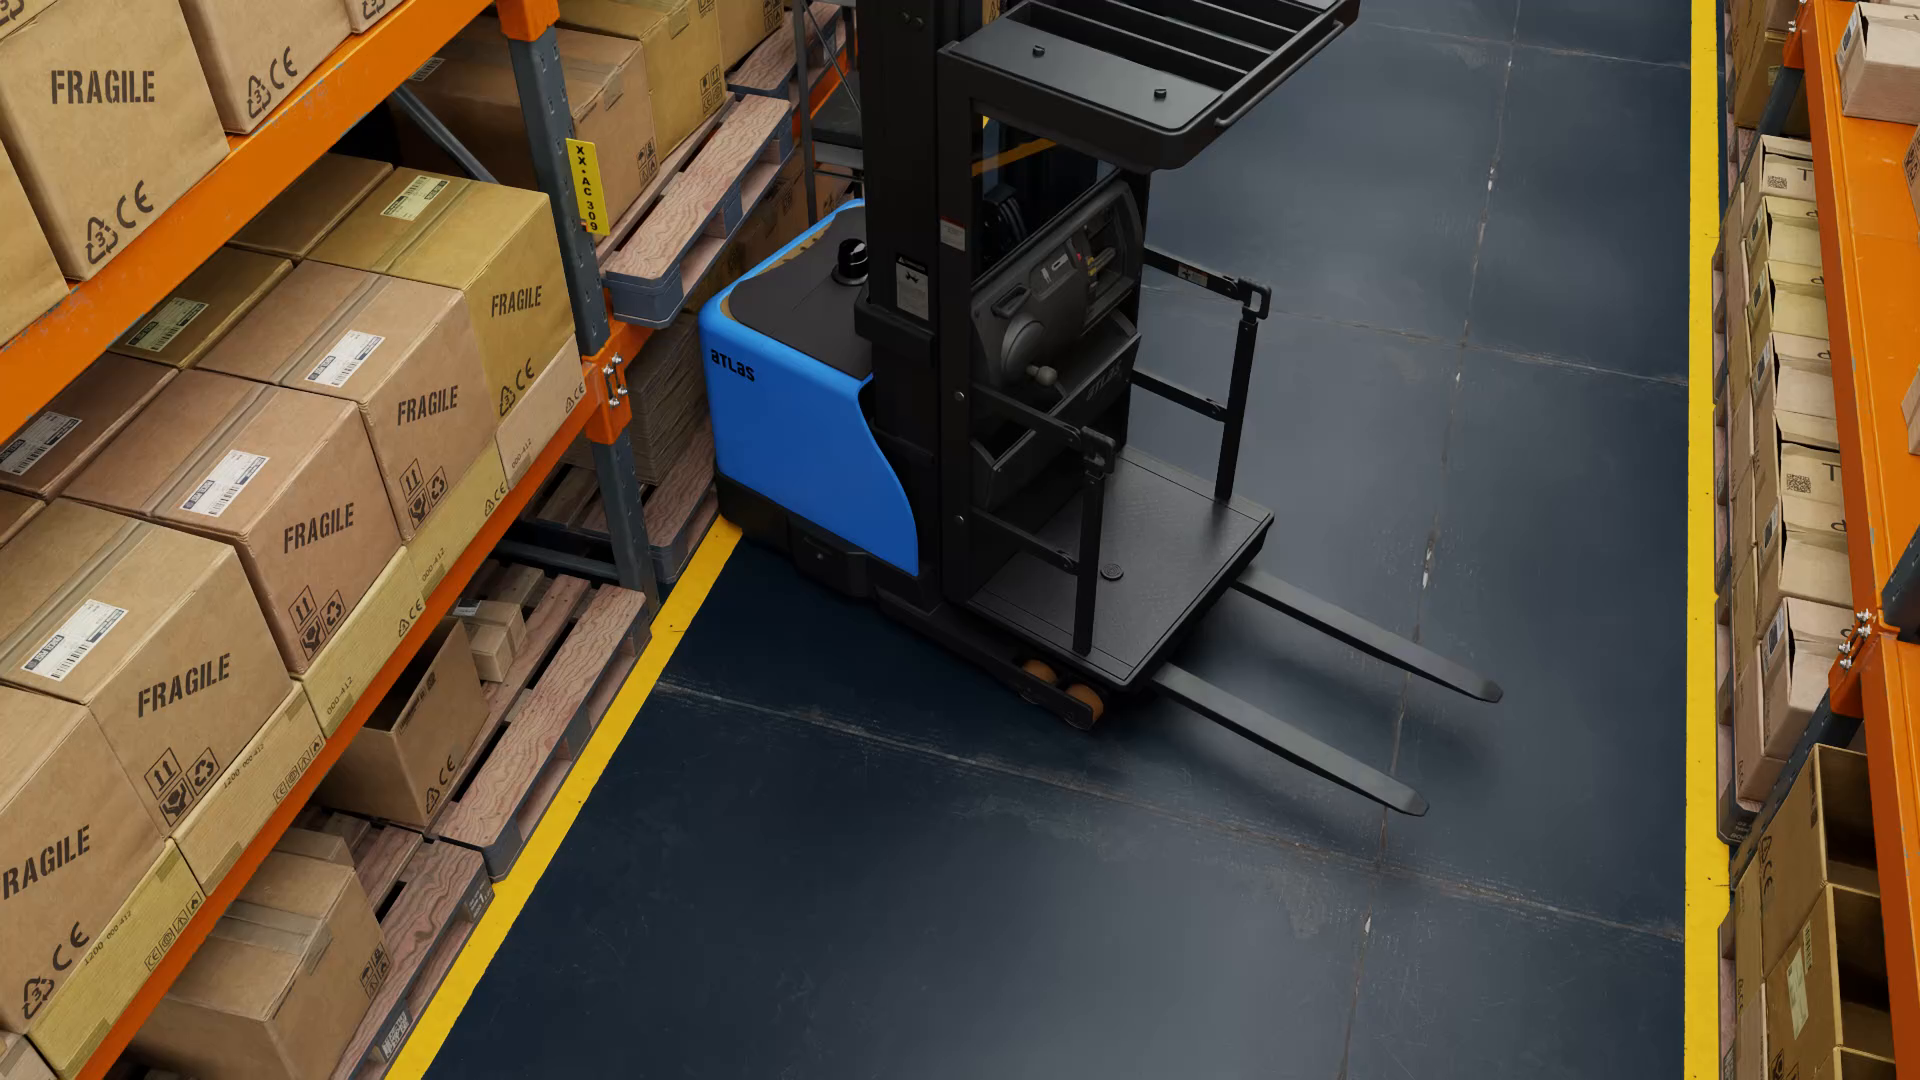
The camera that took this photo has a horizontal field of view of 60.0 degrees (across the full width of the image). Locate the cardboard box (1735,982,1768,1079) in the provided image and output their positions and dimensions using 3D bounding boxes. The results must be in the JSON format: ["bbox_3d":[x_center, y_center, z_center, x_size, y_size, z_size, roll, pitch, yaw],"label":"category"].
[{"bbox_3d":[2.477,1.579,4.657,0.500,0.250,0.500,13,46,13],"label":"cardboard box"}]

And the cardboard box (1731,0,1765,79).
[{"bbox_3d":[4.491,-2.779,8.918,0.500,0.500,0.500,11,45,11],"label":"cardboard box"}]

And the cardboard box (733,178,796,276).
[{"bbox_3d":[-1.151,-1.322,7.429,0.700,0.500,0.500,13,46,13],"label":"cardboard box"}]

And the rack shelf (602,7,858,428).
[{"bbox_3d":[-1.054,-1.954,7.116,1.077,0.370,4.000,13,46,13],"label":"rack shelf"}]

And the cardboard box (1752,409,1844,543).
[{"bbox_3d":[3.217,-0.210,6.084,0.500,0.311,0.500,12,46,12],"label":"cardboard box"}]

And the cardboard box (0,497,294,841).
[{"bbox_3d":[-1.973,0.296,3.860,0.500,0.500,0.500,14,46,14],"label":"cardboard box"}]

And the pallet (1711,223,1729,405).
[{"bbox_3d":[3.988,-0.960,7.580,1.003,0.211,1.213,13,46,13],"label":"pallet"}]

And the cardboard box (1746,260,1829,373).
[{"bbox_3d":[3.528,-0.887,6.776,0.500,0.311,0.500,11,46,11],"label":"cardboard box"}]

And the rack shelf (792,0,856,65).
[{"bbox_3d":[-0.361,-2.114,6.427,0.431,0.518,0.480,14,46,14],"label":"rack shelf"}]

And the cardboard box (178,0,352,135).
[{"bbox_3d":[-1.742,-1.269,3.672,0.500,0.500,0.500,9,45,9],"label":"cardboard box"}]

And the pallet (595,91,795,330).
[{"bbox_3d":[-1.289,-1.288,6.058,1.003,0.211,1.213,13,46,13],"label":"pallet"}]

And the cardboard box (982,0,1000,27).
[{"bbox_3d":[-0.100,-3.388,9.304,0.750,0.750,0.750,12,46,12],"label":"cardboard box"}]

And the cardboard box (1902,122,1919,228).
[{"bbox_3d":[3.782,-1.411,5.976,0.500,0.500,0.500,10,45,10],"label":"cardboard box"}]

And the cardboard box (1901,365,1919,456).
[{"bbox_3d":[3.154,-0.408,5.118,0.396,0.266,0.258,12,46,12],"label":"cardboard box"}]

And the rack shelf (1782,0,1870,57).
[{"bbox_3d":[4.880,-3.573,8.771,1.077,0.370,4.000,13,46,13],"label":"rack shelf"}]

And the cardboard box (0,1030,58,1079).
[{"bbox_3d":[-2.277,1.228,3.443,0.500,0.250,0.500,11,45,11],"label":"cardboard box"}]

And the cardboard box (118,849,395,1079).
[{"bbox_3d":[-2.133,1.224,4.827,0.700,0.500,0.500,10,45,10],"label":"cardboard box"}]

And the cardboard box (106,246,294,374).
[{"bbox_3d":[-2.161,-0.486,4.659,0.500,0.500,0.500,12,46,12],"label":"cardboard box"}]

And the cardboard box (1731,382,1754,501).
[{"bbox_3d":[3.377,-0.353,6.631,0.500,0.250,0.500,13,46,13],"label":"cardboard box"}]

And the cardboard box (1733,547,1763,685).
[{"bbox_3d":[3.067,0.327,5.937,0.500,0.250,0.500,12,46,12],"label":"cardboard box"}]

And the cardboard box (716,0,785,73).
[{"bbox_3d":[-1.127,-2.219,6.487,0.700,0.500,0.500,19,47,18],"label":"cardboard box"}]

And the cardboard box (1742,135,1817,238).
[{"bbox_3d":[3.836,-1.578,7.483,0.500,0.311,0.500,14,46,14],"label":"cardboard box"}]

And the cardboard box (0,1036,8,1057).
[{"bbox_3d":[-2.280,0.985,3.155,0.500,0.500,0.500,13,46,13],"label":"cardboard box"}]

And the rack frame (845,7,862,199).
[{"bbox_3d":[-0.281,-1.784,7.072,0.400,2.100,0.015,14,46,14],"label":"rack frame"}]

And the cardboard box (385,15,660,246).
[{"bbox_3d":[-1.473,-1.403,5.653,0.700,0.500,0.500,13,46,13],"label":"cardboard box"}]

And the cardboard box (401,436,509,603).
[{"bbox_3d":[-1.673,-0.121,4.822,0.500,0.250,0.500,13,46,13],"label":"cardboard box"}]

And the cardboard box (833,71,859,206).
[{"bbox_3d":[-0.883,-1.998,8.120,0.700,0.500,0.500,12,46,12],"label":"cardboard box"}]

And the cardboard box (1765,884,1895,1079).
[{"bbox_3d":[2.480,1.312,4.395,0.500,0.500,0.500,13,46,13],"label":"cardboard box"}]

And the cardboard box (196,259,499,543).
[{"bbox_3d":[-1.653,-0.385,4.555,0.500,0.500,0.500,12,46,12],"label":"cardboard box"}]

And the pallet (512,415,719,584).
[{"bbox_3d":[-1.425,-0.400,7.008,1.003,0.211,1.213,13,46,13],"label":"pallet"}]

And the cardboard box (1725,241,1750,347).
[{"bbox_3d":[3.684,-1.042,7.336,0.500,0.250,0.500,11,46,11],"label":"cardboard box"}]

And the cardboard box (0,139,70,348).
[{"bbox_3d":[-2.039,-0.555,2.942,0.500,0.500,0.500,15,46,15],"label":"cardboard box"}]

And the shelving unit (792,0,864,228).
[{"bbox_3d":[-0.361,-1.623,6.907,0.431,2.100,0.503,14,46,14],"label":"shelving unit"}]

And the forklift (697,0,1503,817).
[{"bbox_3d":[0.505,-0.788,5.460,3.031,2.935,1.130,27,51,25],"label":"forklift"}]

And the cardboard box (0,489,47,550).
[{"bbox_3d":[-2.464,0.193,3.965,0.500,0.500,0.500,13,46,13],"label":"cardboard box"}]

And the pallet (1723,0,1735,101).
[{"bbox_3d":[4.908,-2.801,9.461,1.003,0.211,1.213,13,46,13],"label":"pallet"}]

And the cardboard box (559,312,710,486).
[{"bbox_3d":[-1.452,-0.636,6.727,0.700,0.500,0.500,14,46,14],"label":"cardboard box"}]

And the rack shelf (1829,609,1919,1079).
[{"bbox_3d":[2.457,1.759,3.322,1.077,0.370,4.000,13,46,13],"label":"rack shelf"}]

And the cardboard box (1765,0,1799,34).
[{"bbox_3d":[4.347,-2.740,8.342,0.500,0.250,0.500,14,46,14],"label":"cardboard box"}]

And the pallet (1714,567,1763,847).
[{"bbox_3d":[3.249,0.666,5.918,1.003,0.211,1.213,13,46,13],"label":"pallet"}]

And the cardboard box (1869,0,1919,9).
[{"bbox_3d":[4.123,-2.232,6.950,0.500,0.311,0.500,15,46,15],"label":"cardboard box"}]

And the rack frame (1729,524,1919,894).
[{"bbox_3d":[3.063,0.169,4.432,1.000,3.000,0.127,13,46,13],"label":"rack frame"}]

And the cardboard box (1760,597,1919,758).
[{"bbox_3d":[2.912,0.471,5.389,0.500,0.311,0.500,13,46,13],"label":"cardboard box"}]

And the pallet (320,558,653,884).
[{"bbox_3d":[-1.829,0.574,6.012,1.003,0.211,1.213,13,46,13],"label":"pallet"}]

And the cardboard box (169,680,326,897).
[{"bbox_3d":[-1.961,0.553,4.133,0.500,0.250,0.500,13,46,13],"label":"cardboard box"}]

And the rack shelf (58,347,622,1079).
[{"bbox_3d":[-2.265,0.713,4.391,1.077,0.370,4.000,13,46,13],"label":"rack shelf"}]

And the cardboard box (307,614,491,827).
[{"bbox_3d":[-1.935,0.559,5.507,0.500,0.500,0.500,9,45,9],"label":"cardboard box"}]
